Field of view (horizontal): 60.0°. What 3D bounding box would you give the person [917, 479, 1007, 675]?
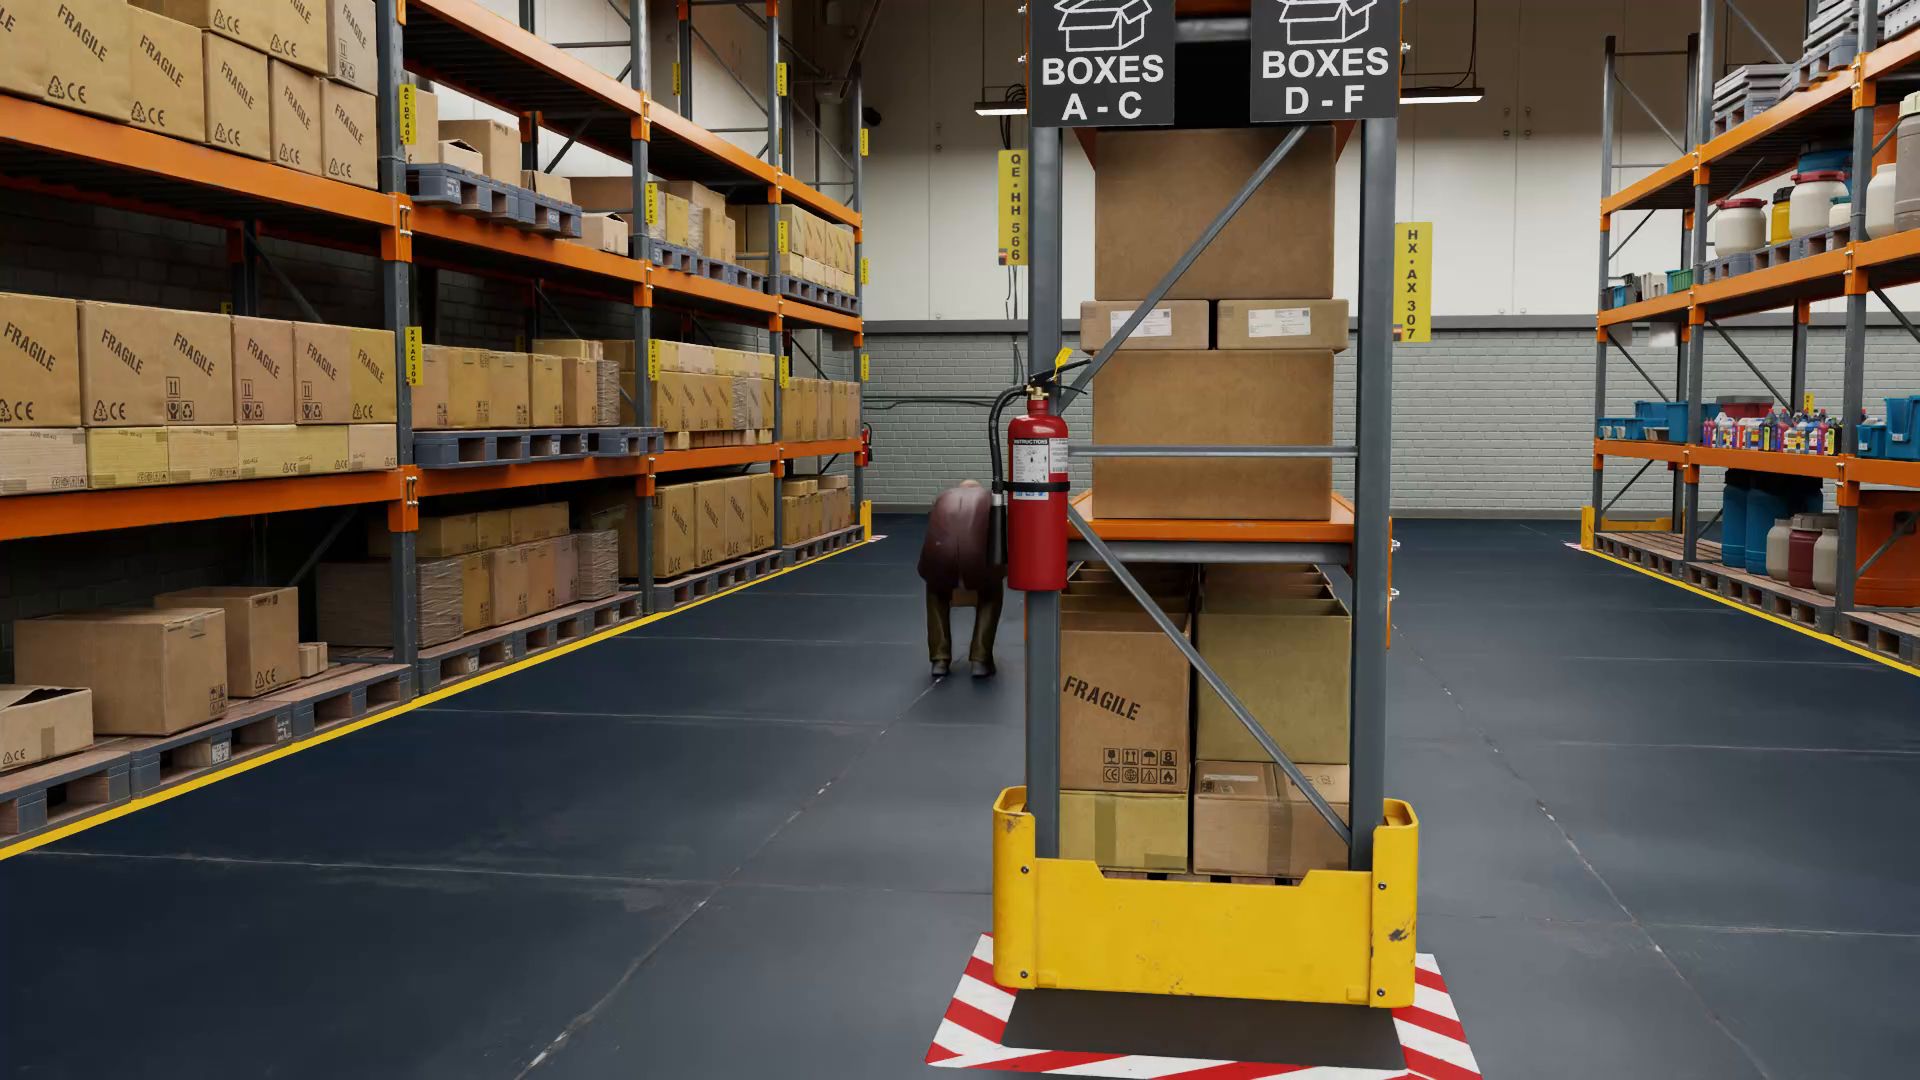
[{"bbox_3d":[0.039,0.240,10.528,0.579,1.155,0.946,0,4,6],"label":"person"}]
